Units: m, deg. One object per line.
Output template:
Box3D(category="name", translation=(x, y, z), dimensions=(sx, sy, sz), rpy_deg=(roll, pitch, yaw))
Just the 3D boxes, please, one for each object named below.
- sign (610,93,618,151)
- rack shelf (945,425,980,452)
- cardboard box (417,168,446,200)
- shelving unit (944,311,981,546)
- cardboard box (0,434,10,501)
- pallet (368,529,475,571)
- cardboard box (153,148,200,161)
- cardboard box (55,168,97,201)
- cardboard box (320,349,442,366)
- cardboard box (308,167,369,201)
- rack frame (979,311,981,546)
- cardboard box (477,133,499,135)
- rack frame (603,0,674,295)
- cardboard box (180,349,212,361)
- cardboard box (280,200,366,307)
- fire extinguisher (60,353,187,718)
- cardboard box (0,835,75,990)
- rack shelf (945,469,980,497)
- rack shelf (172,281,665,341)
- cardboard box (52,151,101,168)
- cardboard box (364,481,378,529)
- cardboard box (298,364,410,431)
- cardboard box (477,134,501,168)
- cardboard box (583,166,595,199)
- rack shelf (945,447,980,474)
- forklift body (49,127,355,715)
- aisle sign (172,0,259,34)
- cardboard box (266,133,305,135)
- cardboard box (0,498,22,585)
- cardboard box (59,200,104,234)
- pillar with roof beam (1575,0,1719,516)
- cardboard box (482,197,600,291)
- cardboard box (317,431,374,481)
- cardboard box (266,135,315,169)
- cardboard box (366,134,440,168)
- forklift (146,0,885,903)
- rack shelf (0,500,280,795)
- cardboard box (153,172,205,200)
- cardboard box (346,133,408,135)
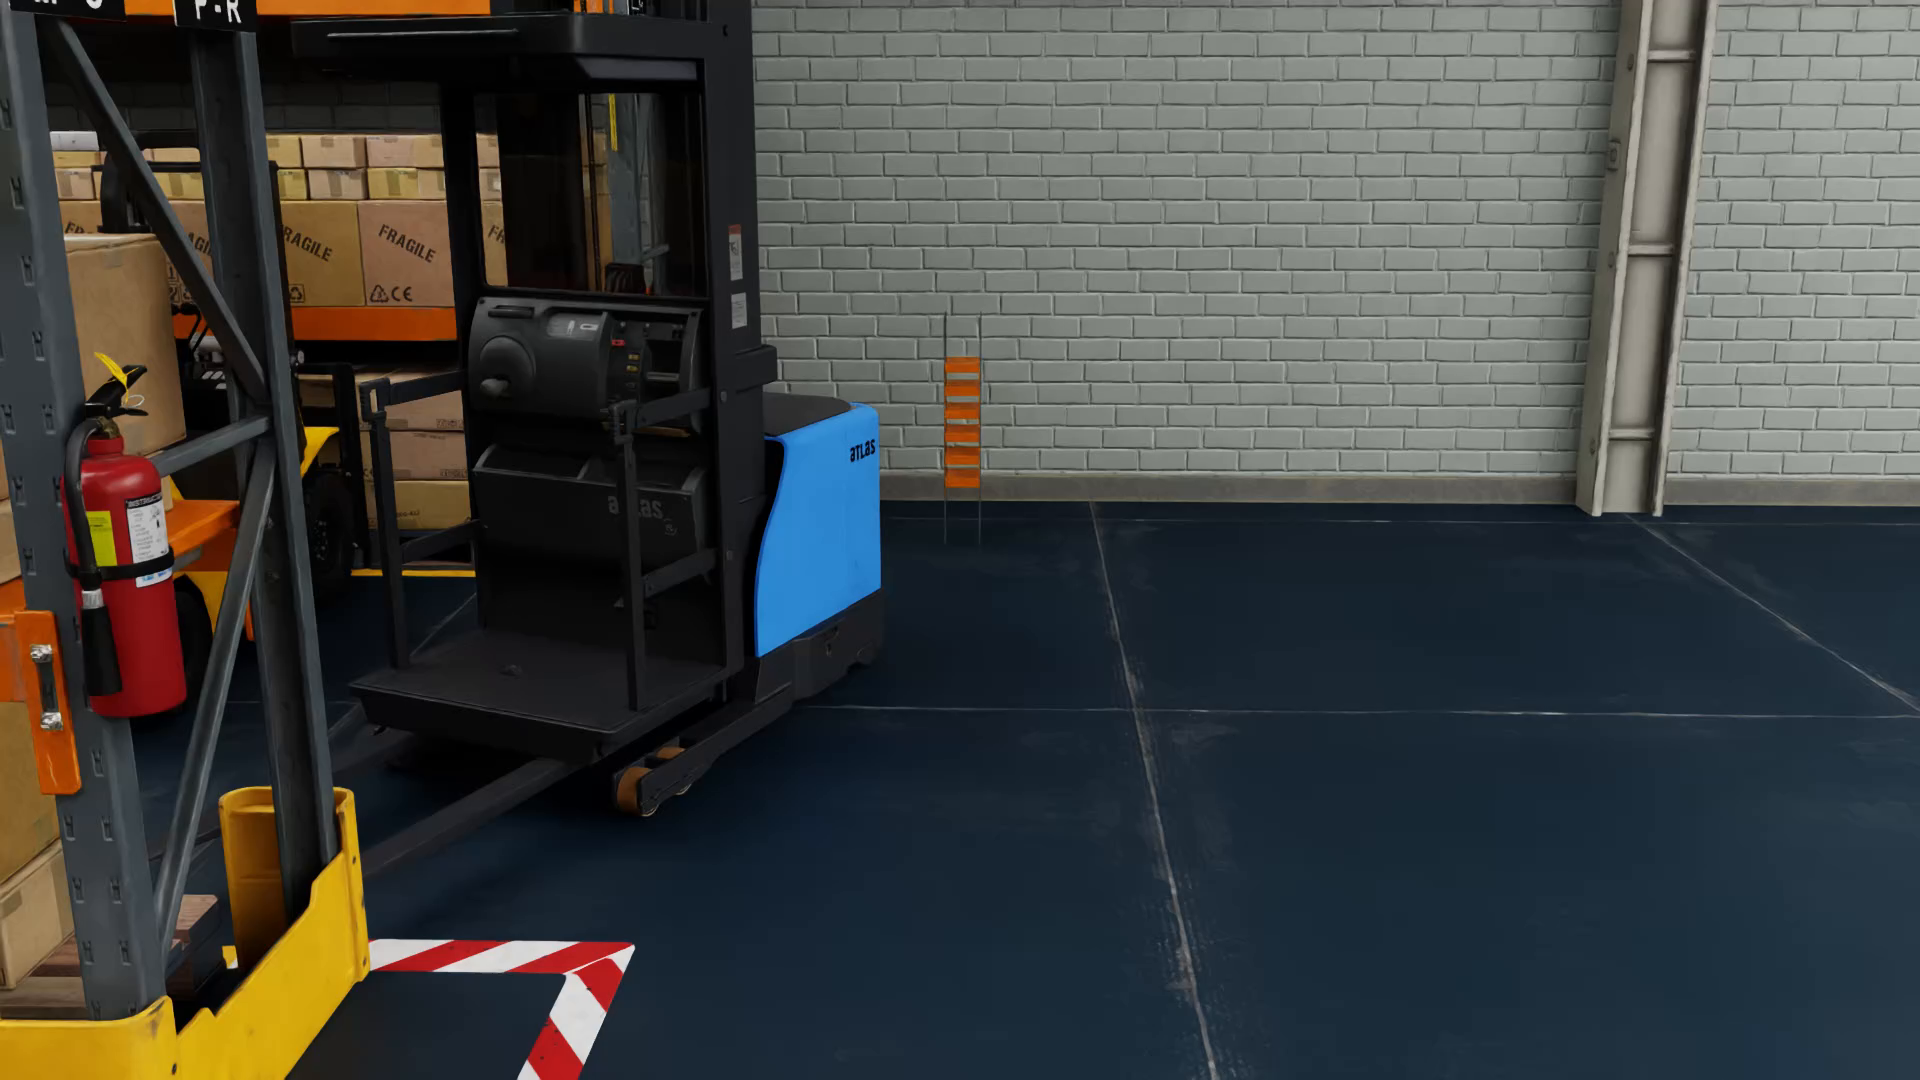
Box3D(category="sign", translation=(-1.599, -1.965, 7.676), dimensions=(0.005, 0.325, 0.100), rpy_deg=(0, 15, 1))
Box3D(category="rack shelf", translation=(0.014, -0.537, 8.698), dimensions=(0.180, 0.103, 0.258), rpy_deg=(0, 15, 1))
Box3D(category="cardboard box", translation=(-2.439, -1.734, 8.063), dimensions=(0.250, 0.149, 0.380), rpy_deg=(1, 15, 2))
Box3D(category="shelving unit", translation=(0.014, -0.580, 8.687), dimensions=(0.189, 1.200, 0.258), rpy_deg=(0, 15, 1))
Box3D(category="cardboard box", translation=(-2.244, -0.289, 3.276), dimensions=(0.500, 0.500, 0.500), rpy_deg=(0, 15, 0))
Box3D(category="pallet", translation=(-2.337, -0.075, 8.712), dimensions=(1.213, 0.211, 1.003), rpy_deg=(0, 15, 1))
Box3D(category="cardboard box", translation=(-3.719, -1.898, 8.104), dimensions=(0.250, 0.149, 0.380), rpy_deg=(0, 15, 2))
Box3D(category="cardboard box", translation=(-4.231, -1.730, 8.049), dimensions=(0.250, 0.149, 0.380), rpy_deg=(0, 15, 1))
Box3D(category="cardboard box", translation=(-3.046, -0.846, 8.774), dimensions=(0.500, 0.250, 0.500), rpy_deg=(0, 15, 1))
Box3D(category="cardboard box", translation=(-2.955, -1.728, 8.041), dimensions=(0.250, 0.149, 0.380), rpy_deg=(0, 15, 0))
Box3D(category="rack frame", translation=(0.106, -0.579, 8.684), dimensions=(0.006, 1.200, 0.240), rpy_deg=(0, 15, 1))
Box3D(category="cardboard box", translation=(-2.426, -2.000, 8.491), dimensions=(0.250, 0.149, 0.380), rpy_deg=(1, 15, 2))
Box3D(category="rack frame", translation=(-1.571, -1.429, 8.378), dimensions=(0.127, 3.000, 1.000), rpy_deg=(0, 15, 1))
Box3D(category="cardboard box", translation=(-4.061, -0.852, 8.798), dimensions=(0.500, 0.250, 0.500), rpy_deg=(0, 15, 2))
Box3D(category="cardboard box", translation=(-3.100, -1.423, 8.158), dimensions=(0.500, 0.500, 0.500), rpy_deg=(0, 15, 0))
Box3D(category="fire extinguisher", translation=(-1.591, -0.008, 3.141), dimensions=(0.183, 0.674, 0.296), rpy_deg=(0, 15, 1))
Box3D(category="cardboard box", translation=(-2.493, 0.887, 4.164), dimensions=(0.500, 0.250, 0.500), rpy_deg=(0, 15, 1))
Box3D(category="rack shelf", translation=(0.014, -0.305, 8.759), dimensions=(0.180, 0.103, 0.258), rpy_deg=(0, 15, 1))
Box3D(category="rack shelf", translation=(-3.570, -1.095, 8.519), dimensions=(4.000, 0.370, 1.077), rpy_deg=(0, 15, 1))
Box3D(category="cardboard box", translation=(-4.225, -1.883, 8.046), dimensions=(0.250, 0.149, 0.380), rpy_deg=(0, 15, 1))
Box3D(category="cardboard box", translation=(-3.046, -0.237, 8.424), dimensions=(0.500, 0.250, 0.500), rpy_deg=(1, 15, 2))
Box3D(category="cardboard box", translation=(-3.055, -0.712, 8.267), dimensions=(0.500, 0.250, 0.500), rpy_deg=(1, 15, 2))
Box3D(category="cardboard box", translation=(-2.182, -1.877, 8.026), dimensions=(0.250, 0.149, 0.380), rpy_deg=(0, 15, 2))
Box3D(category="cardboard box", translation=(-1.925, -1.722, 8.020), dimensions=(0.250, 0.149, 0.380), rpy_deg=(1, 15, 2))
Box3D(category="rack shelf", translation=(0.014, -0.421, 8.729), dimensions=(0.180, 0.103, 0.258), rpy_deg=(0, 15, 1))
Box3D(category="forklift body", translation=(-3.513, -0.566, 6.770), dimensions=(1.214, 2.155, 2.313), rpy_deg=(0, 15, 1))
Box3D(category="aisle sign", translation=(-1.624, -1.499, 3.546), dimensions=(0.004, 0.787, 0.394), rpy_deg=(0, 15, 1))
Box3D(category="cardboard box", translation=(-3.447, -2.009, 8.525), dimensions=(0.250, 0.149, 0.380), rpy_deg=(0, 15, 2))
Box3D(category="cardboard box", translation=(-2.073, 0.010, 3.414), dimensions=(0.250, 0.149, 0.380), rpy_deg=(1, 15, 3))
Box3D(category="cardboard box", translation=(-4.105, -1.432, 8.192), dimensions=(0.500, 0.500, 0.500), rpy_deg=(0, 15, 1))
Box3D(category="pillar with roof beam", translation=(3.644, -3.428, 4.192), dimensions=(0.400, 9.000, 9.100), rpy_deg=(0, 15, 1))
Box3D(category="cardboard box", translation=(-2.070, -1.414, 8.123), dimensions=(0.500, 0.500, 0.500), rpy_deg=(0, 15, 0))
Box3D(category="cardboard box", translation=(-3.083, -0.472, 8.336), dimensions=(0.500, 0.250, 0.500), rpy_deg=(0, 15, 0))
Box3D(category="cardboard box", translation=(-3.213, -1.867, 7.984), dimensions=(0.250, 0.149, 0.380), rpy_deg=(1, 15, 3))
Box3D(category="cardboard box", translation=(-2.691, -1.893, 8.084), dimensions=(0.250, 0.149, 0.380), rpy_deg=(0, 15, 2))
Box3D(category="forklift", translation=(-1.379, -0.639, 5.515), dimensions=(1.130, 2.935, 3.031), rpy_deg=(7, 16, 23))
Box3D(category="rack shelf", translation=(-3.693, 0.171, 3.721), dimensions=(4.000, 0.370, 1.077), rpy_deg=(0, 15, 1))
Box3D(category="cardboard box", translation=(-3.713, -1.733, 8.062), dimensions=(0.250, 0.149, 0.380), rpy_deg=(0, 15, 0))
Box3D(category="cardboard box", translation=(-2.937, -2.001, 8.494), dimensions=(0.250, 0.149, 0.380), rpy_deg=(1, 15, 3))
